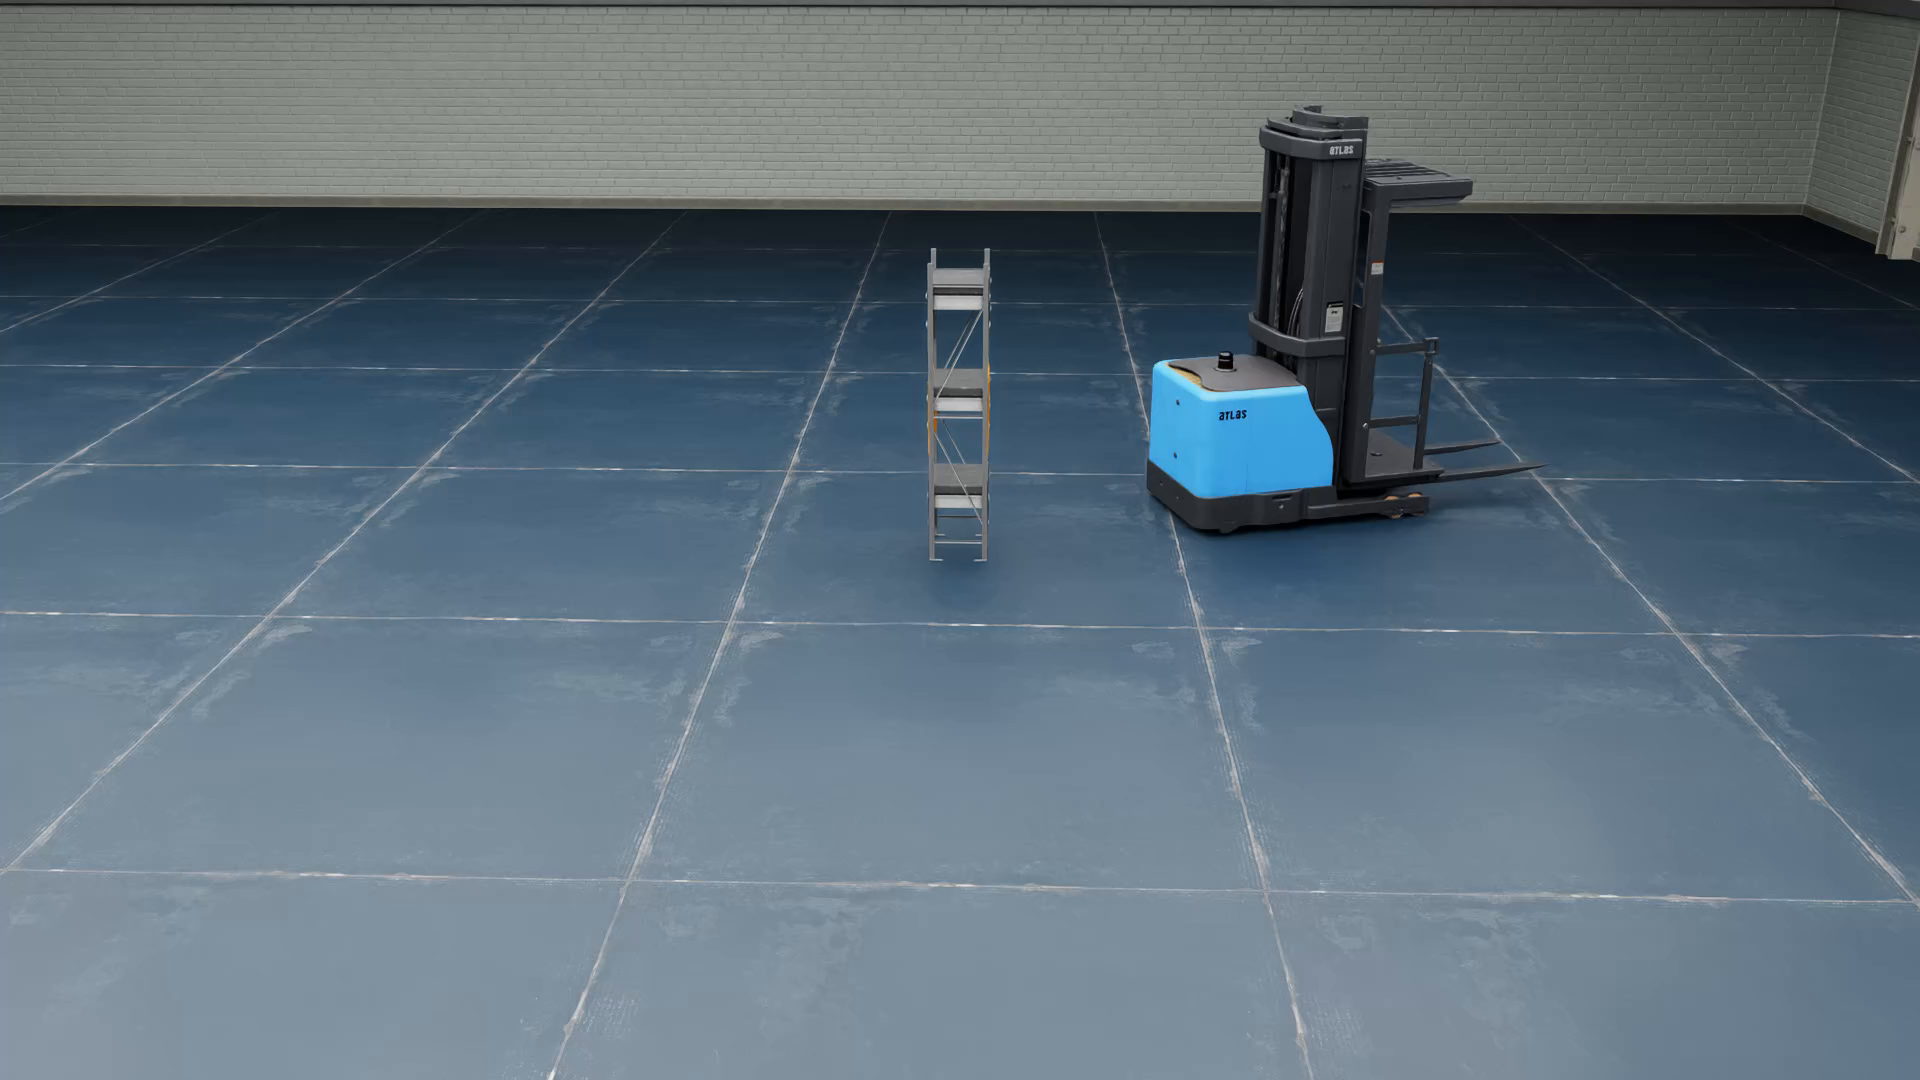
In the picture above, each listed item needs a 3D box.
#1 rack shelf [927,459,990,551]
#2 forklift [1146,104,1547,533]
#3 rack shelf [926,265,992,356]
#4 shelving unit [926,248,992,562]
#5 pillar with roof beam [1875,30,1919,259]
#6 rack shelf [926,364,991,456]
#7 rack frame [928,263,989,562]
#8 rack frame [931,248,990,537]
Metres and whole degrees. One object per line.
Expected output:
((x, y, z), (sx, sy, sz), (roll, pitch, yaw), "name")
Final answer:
((-0.005, -0.254, 11.753), (0.431, 0.518, 0.480), (1, 21, 2), "rack shelf")
((3.016, -1.702, 12.365), (3.031, 2.935, 1.130), (-6, 22, -15), "forklift")
((-0.005, -1.559, 11.247), (0.431, 0.518, 0.480), (1, 21, 2), "rack shelf")
((-0.005, -0.919, 11.495), (0.431, 2.100, 0.503), (1, 21, 2), "shelving unit")
((7.764, -7.909, 19.973), (9.100, 9.000, 0.400), (1, 21, 2), "pillar with roof beam")
((-0.005, -0.906, 11.500), (0.431, 0.518, 0.480), (1, 21, 2), "rack shelf")
((-0.012, -0.831, 11.267), (0.400, 2.100, 0.015), (1, 21, 2), "rack frame")
((0.002, -1.007, 11.722), (0.400, 2.100, 0.015), (1, 21, 2), "rack frame")
